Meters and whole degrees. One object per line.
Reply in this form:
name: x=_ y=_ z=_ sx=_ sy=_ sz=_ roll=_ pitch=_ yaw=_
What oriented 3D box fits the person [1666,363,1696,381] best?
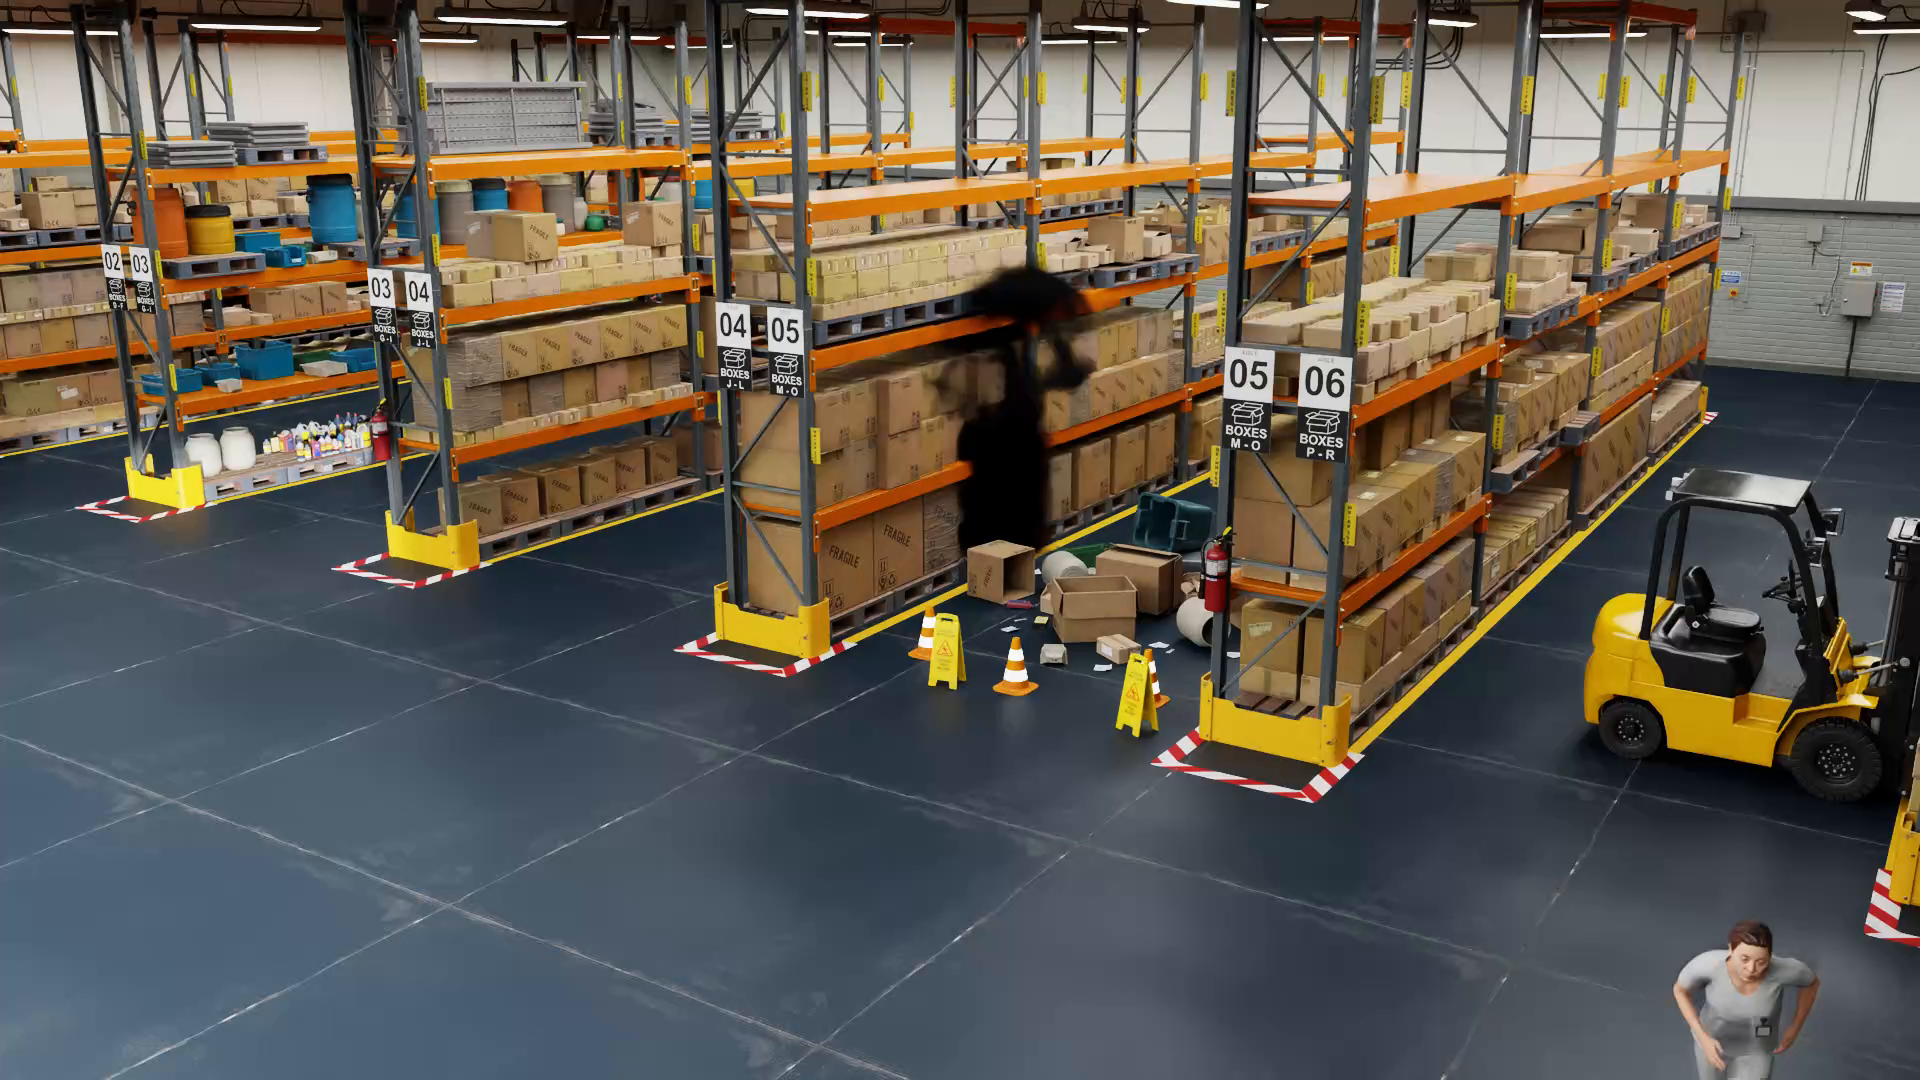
person: x=12.115 y=-3.337 z=28.033 sx=0.717 sy=1.743 sz=0.627 roll=4 pitch=16 yaw=12

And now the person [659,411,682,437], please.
person: x=-4.338 y=-2.485 z=24.885 sx=0.724 sy=1.769 sz=0.824 roll=5 pitch=16 yaw=19

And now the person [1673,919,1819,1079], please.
person: x=3.622 y=2.372 z=7.789 sx=0.600 sy=1.624 sz=1.004 roll=6 pitch=16 yaw=19
